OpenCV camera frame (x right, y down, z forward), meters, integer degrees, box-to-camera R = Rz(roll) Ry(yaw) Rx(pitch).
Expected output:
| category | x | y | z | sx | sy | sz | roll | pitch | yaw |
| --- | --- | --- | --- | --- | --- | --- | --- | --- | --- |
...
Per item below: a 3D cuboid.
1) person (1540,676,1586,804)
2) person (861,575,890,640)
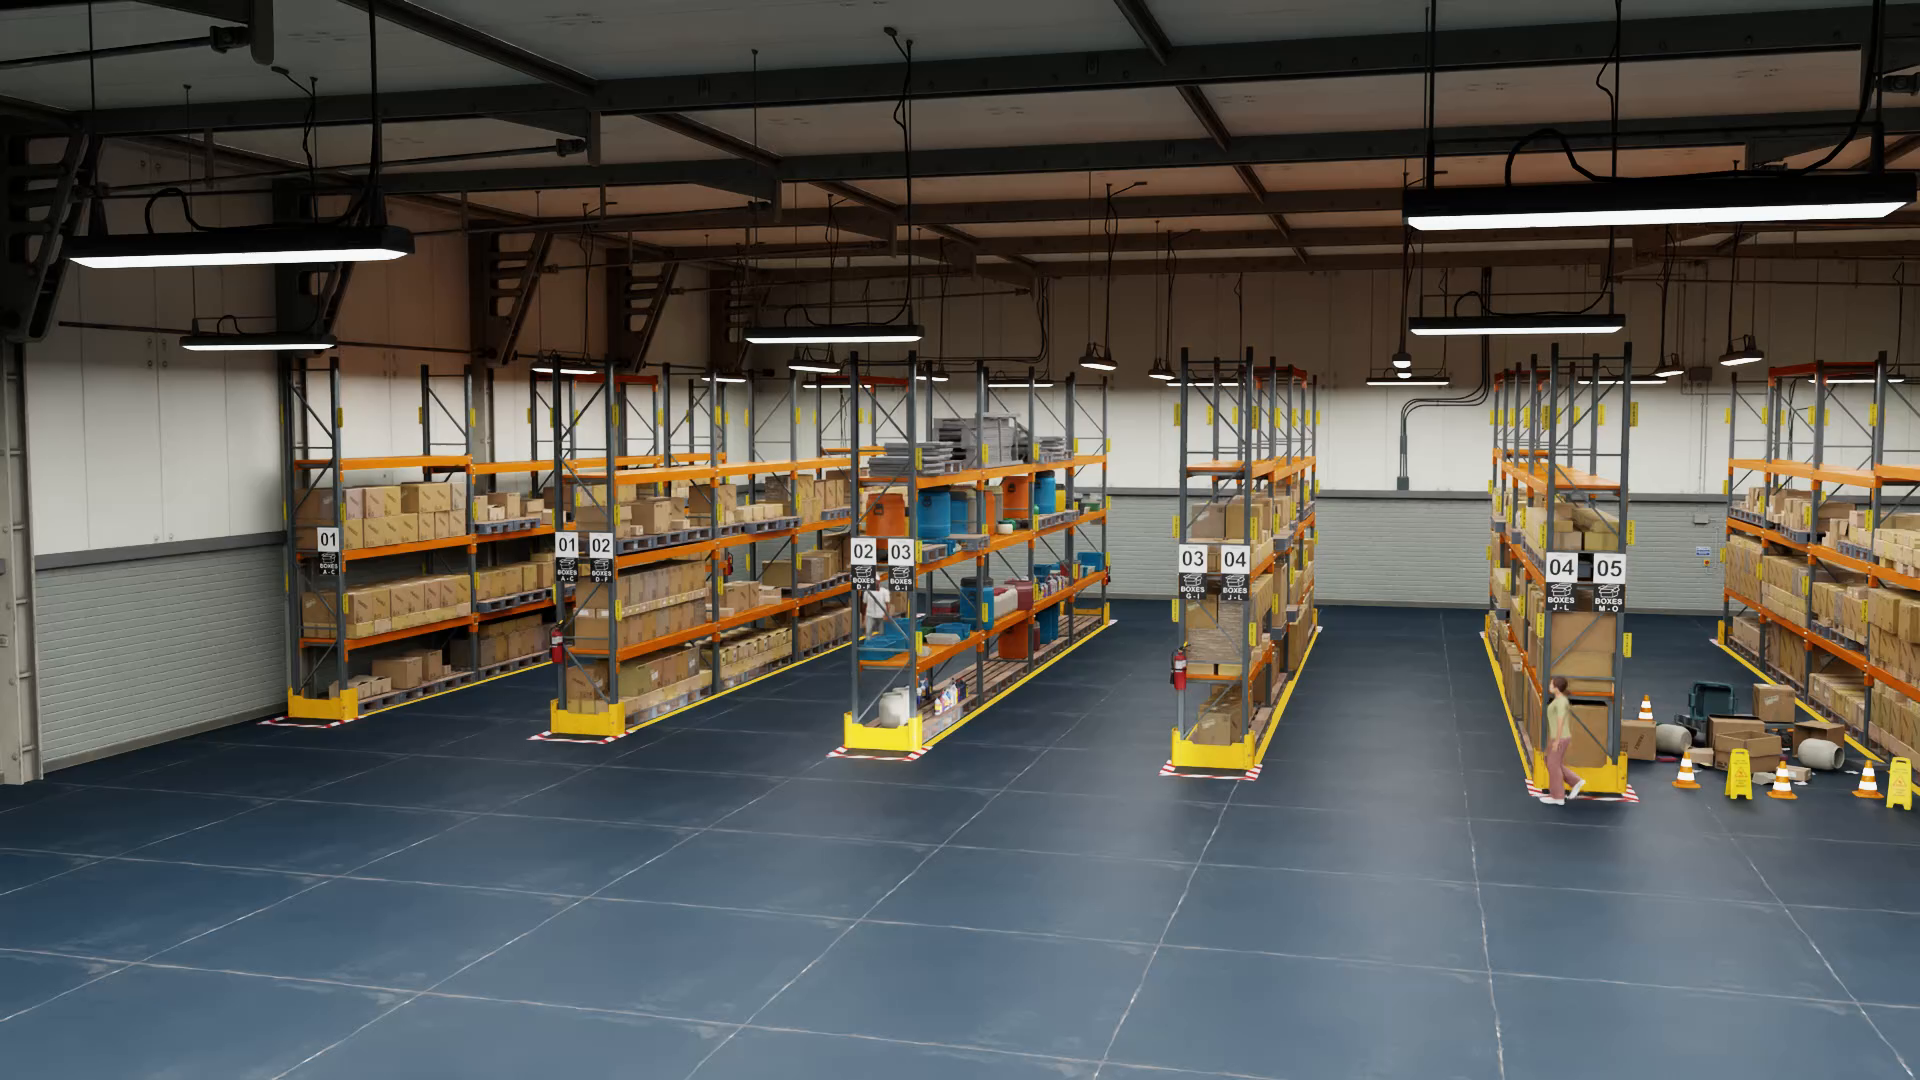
| category | x | y | z | sx | sy | sz | roll | pitch | yaw |
| --- | --- | --- | --- | --- | --- | --- | --- | --- | --- |
| person | 7.816 | 2.579 | 21.509 | 0.570 | 1.659 | 0.450 | 1 | 4 | 17 |
| person | -1.780 | 1.574 | 34.662 | 0.634 | 1.695 | 1.067 | 0 | 4 | 6 |
